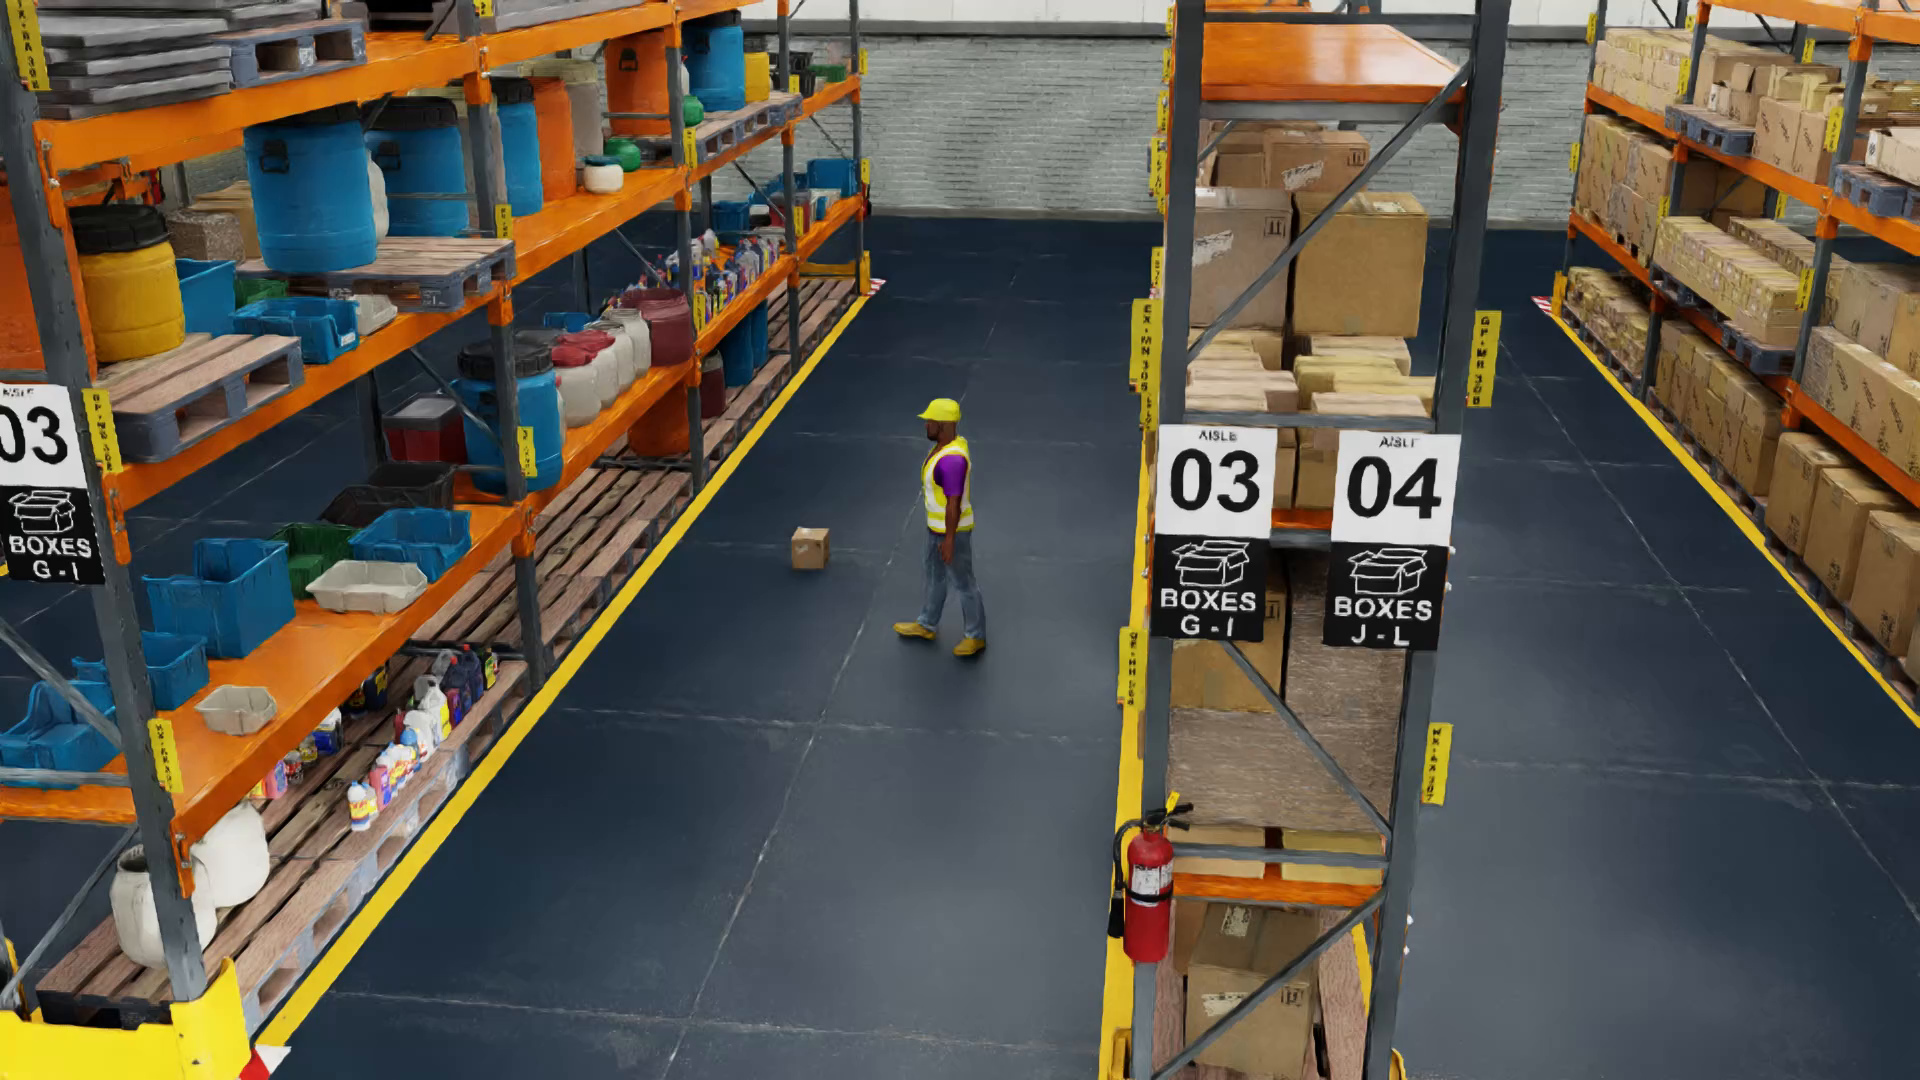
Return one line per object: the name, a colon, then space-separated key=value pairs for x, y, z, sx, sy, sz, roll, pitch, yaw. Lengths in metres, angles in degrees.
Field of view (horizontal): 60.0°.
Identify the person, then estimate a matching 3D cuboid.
person: x=-0.140 y=-0.113 z=11.318 sx=0.628 sy=1.766 sz=0.708 roll=-3 pitch=21 yaw=-7
